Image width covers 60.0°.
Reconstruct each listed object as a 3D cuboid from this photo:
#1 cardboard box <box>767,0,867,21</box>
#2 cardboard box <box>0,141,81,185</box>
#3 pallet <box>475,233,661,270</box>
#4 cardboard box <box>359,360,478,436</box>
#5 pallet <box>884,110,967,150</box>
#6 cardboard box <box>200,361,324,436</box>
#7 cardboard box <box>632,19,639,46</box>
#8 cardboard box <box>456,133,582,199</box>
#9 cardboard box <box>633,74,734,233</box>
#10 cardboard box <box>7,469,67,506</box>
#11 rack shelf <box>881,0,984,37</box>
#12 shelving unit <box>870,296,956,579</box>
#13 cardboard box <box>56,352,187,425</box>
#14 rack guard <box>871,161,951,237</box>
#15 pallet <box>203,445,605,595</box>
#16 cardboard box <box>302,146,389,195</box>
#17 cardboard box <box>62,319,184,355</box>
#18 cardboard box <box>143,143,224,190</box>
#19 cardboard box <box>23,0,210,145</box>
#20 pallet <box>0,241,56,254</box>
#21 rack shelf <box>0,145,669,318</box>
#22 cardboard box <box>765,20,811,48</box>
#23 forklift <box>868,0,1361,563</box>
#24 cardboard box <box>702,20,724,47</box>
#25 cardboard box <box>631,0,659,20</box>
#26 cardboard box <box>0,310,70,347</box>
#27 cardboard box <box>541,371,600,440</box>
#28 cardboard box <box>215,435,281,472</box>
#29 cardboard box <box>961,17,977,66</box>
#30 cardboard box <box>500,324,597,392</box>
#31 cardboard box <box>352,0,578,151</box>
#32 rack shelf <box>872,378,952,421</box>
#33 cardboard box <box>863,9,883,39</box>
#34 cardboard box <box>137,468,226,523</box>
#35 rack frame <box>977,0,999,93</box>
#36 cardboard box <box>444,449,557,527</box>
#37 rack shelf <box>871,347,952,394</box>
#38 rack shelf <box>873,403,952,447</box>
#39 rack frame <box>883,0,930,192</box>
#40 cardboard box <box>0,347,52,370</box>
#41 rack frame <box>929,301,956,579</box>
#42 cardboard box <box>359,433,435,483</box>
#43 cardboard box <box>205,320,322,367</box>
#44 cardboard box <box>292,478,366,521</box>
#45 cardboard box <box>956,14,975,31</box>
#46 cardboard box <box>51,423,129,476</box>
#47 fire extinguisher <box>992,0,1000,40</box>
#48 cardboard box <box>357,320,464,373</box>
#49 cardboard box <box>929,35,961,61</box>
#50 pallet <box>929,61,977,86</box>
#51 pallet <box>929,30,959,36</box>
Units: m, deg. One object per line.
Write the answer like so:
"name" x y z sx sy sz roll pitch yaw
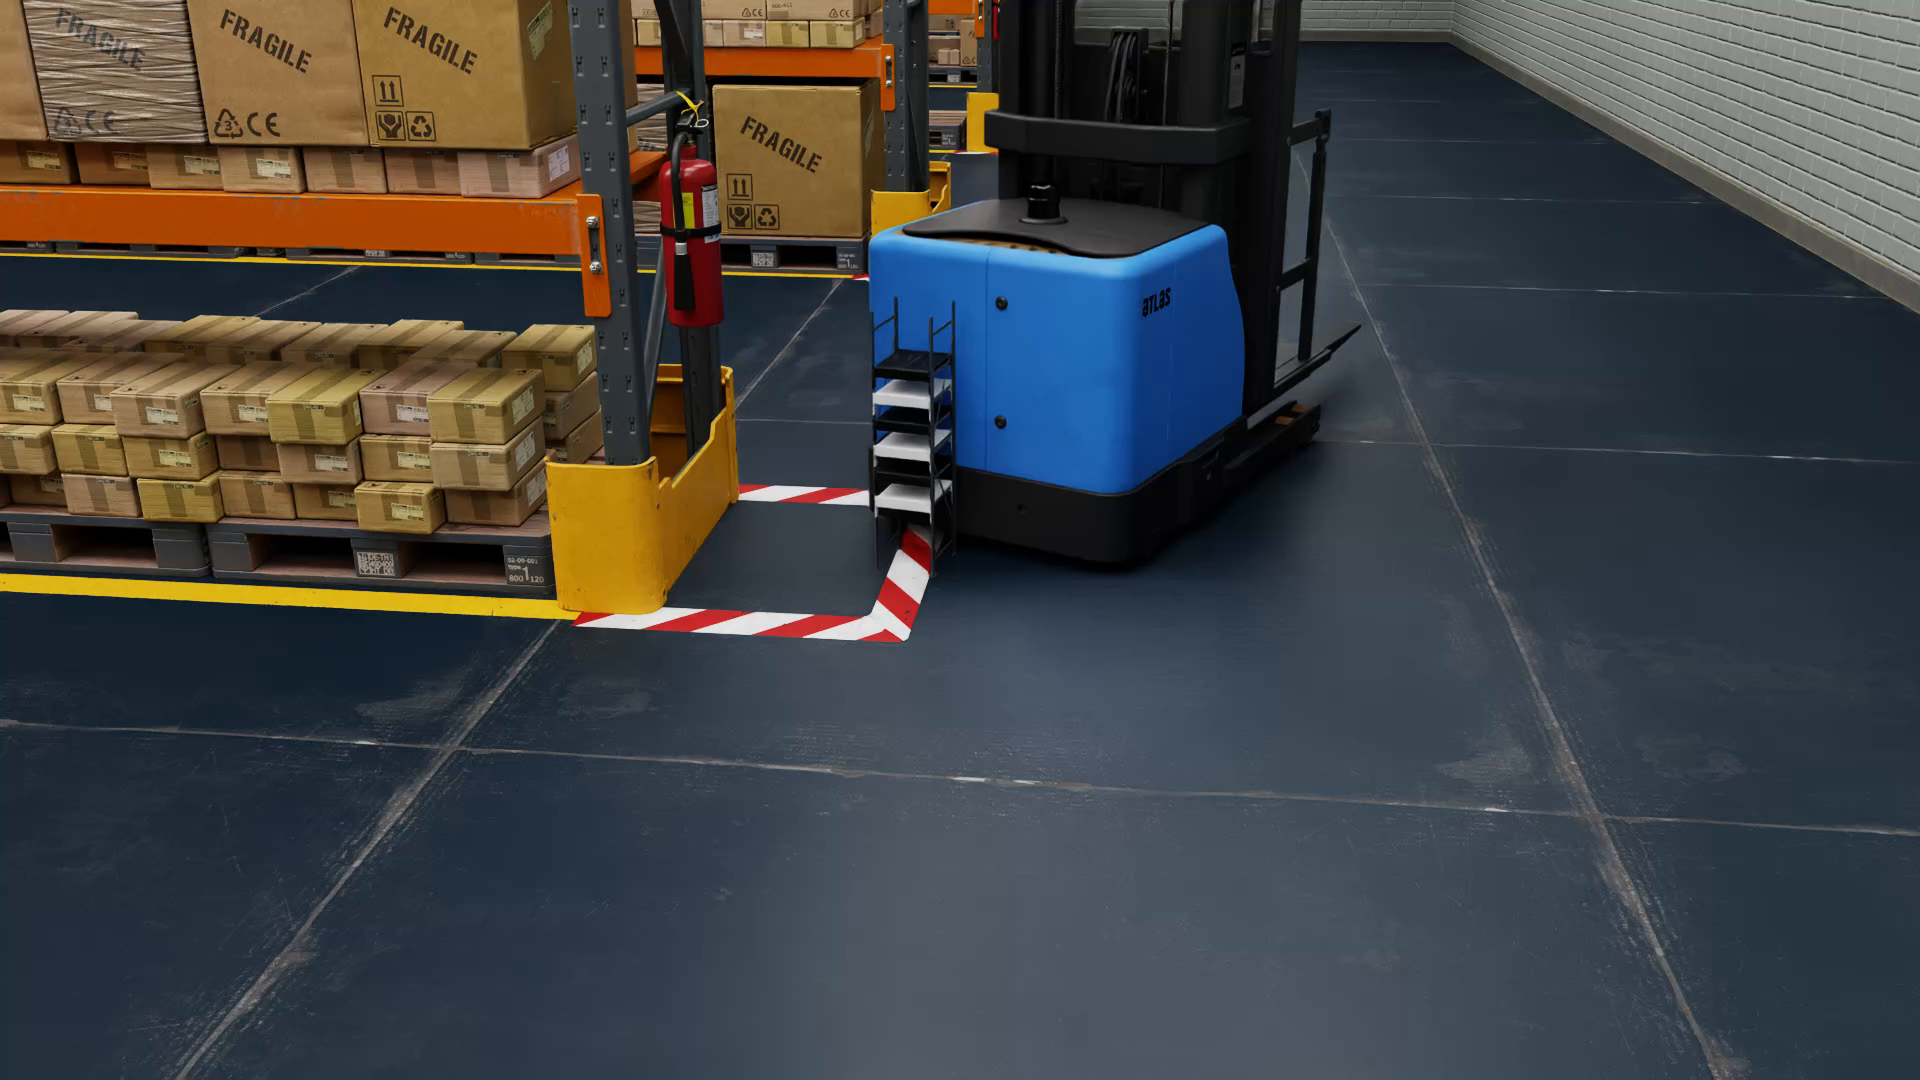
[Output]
"cardboard box" -0.829 -3.169 9.674 0.500 0.250 0.500 2 22 5
"cardboard box" -2.892 -1.257 5.381 0.250 0.149 0.380 3 22 7
"pallet" -2.328 -1.939 10.557 1.213 0.211 1.003 2 22 6
"cardboard box" -1.799 -0.478 5.566 0.250 0.149 0.380 3 22 7
"pallet" -0.548 -3.737 15.106 1.213 0.211 1.003 2 22 6
"cardboard box" -2.321 -0.477 5.564 0.250 0.149 0.380 2 22 4
"cardboard box" -1.981 -3.009 9.813 0.250 0.149 0.380 3 22 6
"cardboard box" -1.358 -1.164 5.145 0.250 0.149 0.380 3 22 6
"cardboard box" -1.865 -2.421 10.303 0.875 0.875 0.875 2 22 6
"cardboard box" -3.086 -0.254 5.809 0.250 0.149 0.380 3 22 8
"rack shelf" -1.720 -4.736 14.819 4.000 0.370 1.077 2 22 6
"shelving unit" -0.152 -0.341 5.577 0.210 0.900 0.258 7 23 17
"cardboard box" -2.843 -0.520 5.673 0.250 0.149 0.380 2 22 4
"rack guard" -0.293 -2.013 10.350 0.348 0.500 1.175 2 22 6
"pallet" -1.879 -0.124 5.967 1.213 0.211 1.003 2 22 6
"cardboard box" -1.851 -1.193 5.220 0.250 0.149 0.380 2 22 6
"cardboard box" -3.051 -0.688 6.098 0.250 0.149 0.380 3 22 6
"cardboard box" -2.365 -1.218 5.283 0.250 0.149 0.380 2 22 4
"cardboard box" -2.493 -1.522 5.170 0.500 0.500 0.500 3 22 6
"pallet" -6.279 -2.110 10.990 1.213 0.211 1.003 2 22 6
"rack shelf" -2.987 -1.121 5.675 4.000 0.370 1.077 2 22 6
"cardboard box" -0.967 -2.965 9.701 0.250 0.149 0.380 3 22 7
"forklift" 0.857 -1.782 6.461 1.130 2.935 3.031 12 25 28
"cardboard box" -1.466 -2.987 9.758 0.250 0.149 0.380 3 22 7
"cardboard box" -1.838 -3.213 9.786 0.500 0.250 0.500 2 22 4
"cardboard box" -3.554 -0.746 6.244 0.250 0.149 0.380 1 22 4
"cardboard box" -1.491 -0.494 6.011 0.250 0.149 0.380 3 22 9
"cardboard box" -2.330 -0.367 5.690 0.250 0.149 0.380 2 22 6
"cardboard box" 0.284 -5.768 19.252 0.500 0.500 0.500 2 22 6
"cardboard box" -1.481 -0.662 6.033 0.250 0.149 0.380 2 22 4
"cardboard box" -1.477 -1.480 5.062 0.500 0.500 0.500 3 22 7
"rack shelf" -0.153 -0.477 5.523 0.200 0.077 0.258 7 23 17
"cardboard box" -0.630 -3.195 10.283 0.250 0.149 0.380 3 22 7
"cardboard box" -2.575 -0.197 5.664 0.250 0.149 0.380 2 22 4
"rack frame" 0.266 -4.984 14.467 0.127 3.000 1.000 2 22 6
"cardboard box" -1.548 -0.186 5.636 0.250 0.149 0.380 3 22 7
"rack shelf" -0.153 -0.561 5.490 0.200 0.077 0.258 7 23 17
"rack shelf" -0.152 -0.394 5.557 0.200 0.077 0.258 7 23 17
"rack frame" -0.317 -3.176 9.893 0.127 3.000 1.000 2 22 6
"cardboard box" -3.347 -0.546 5.739 0.250 0.149 0.380 2 22 4
"rack frame" -0.056 -0.329 5.547 0.006 0.900 0.240 7 23 17
"cardboard box" -1.812 -0.327 5.589 0.250 0.149 0.380 2 22 5
"cardboard box" -2.534 -0.684 6.087 0.250 0.149 0.380 3 22 8
"cardboard box" -2.068 -0.203 5.679 0.250 0.149 0.380 2 22 6
"cardboard box" 0.228 -7.650 24.038 0.500 0.500 0.700 2 22 6
"cardboard box" -2.843 -0.353 5.656 0.250 0.149 0.380 4 22 9
"fire extinguisher" 0.362 -4.603 14.114 0.183 0.674 0.296 2 22 6
"cardboard box" -2.004 -0.688 6.098 0.250 0.149 0.380 2 22 6
"cardboard box" -0.150 -5.867 19.842 0.500 0.250 0.500 2 22 6
"pallet" -0.014 -5.533 19.649 1.213 0.211 1.003 2 22 6
"pallet" -0.579 -7.364 24.280 1.213 0.211 1.003 2 22 6
